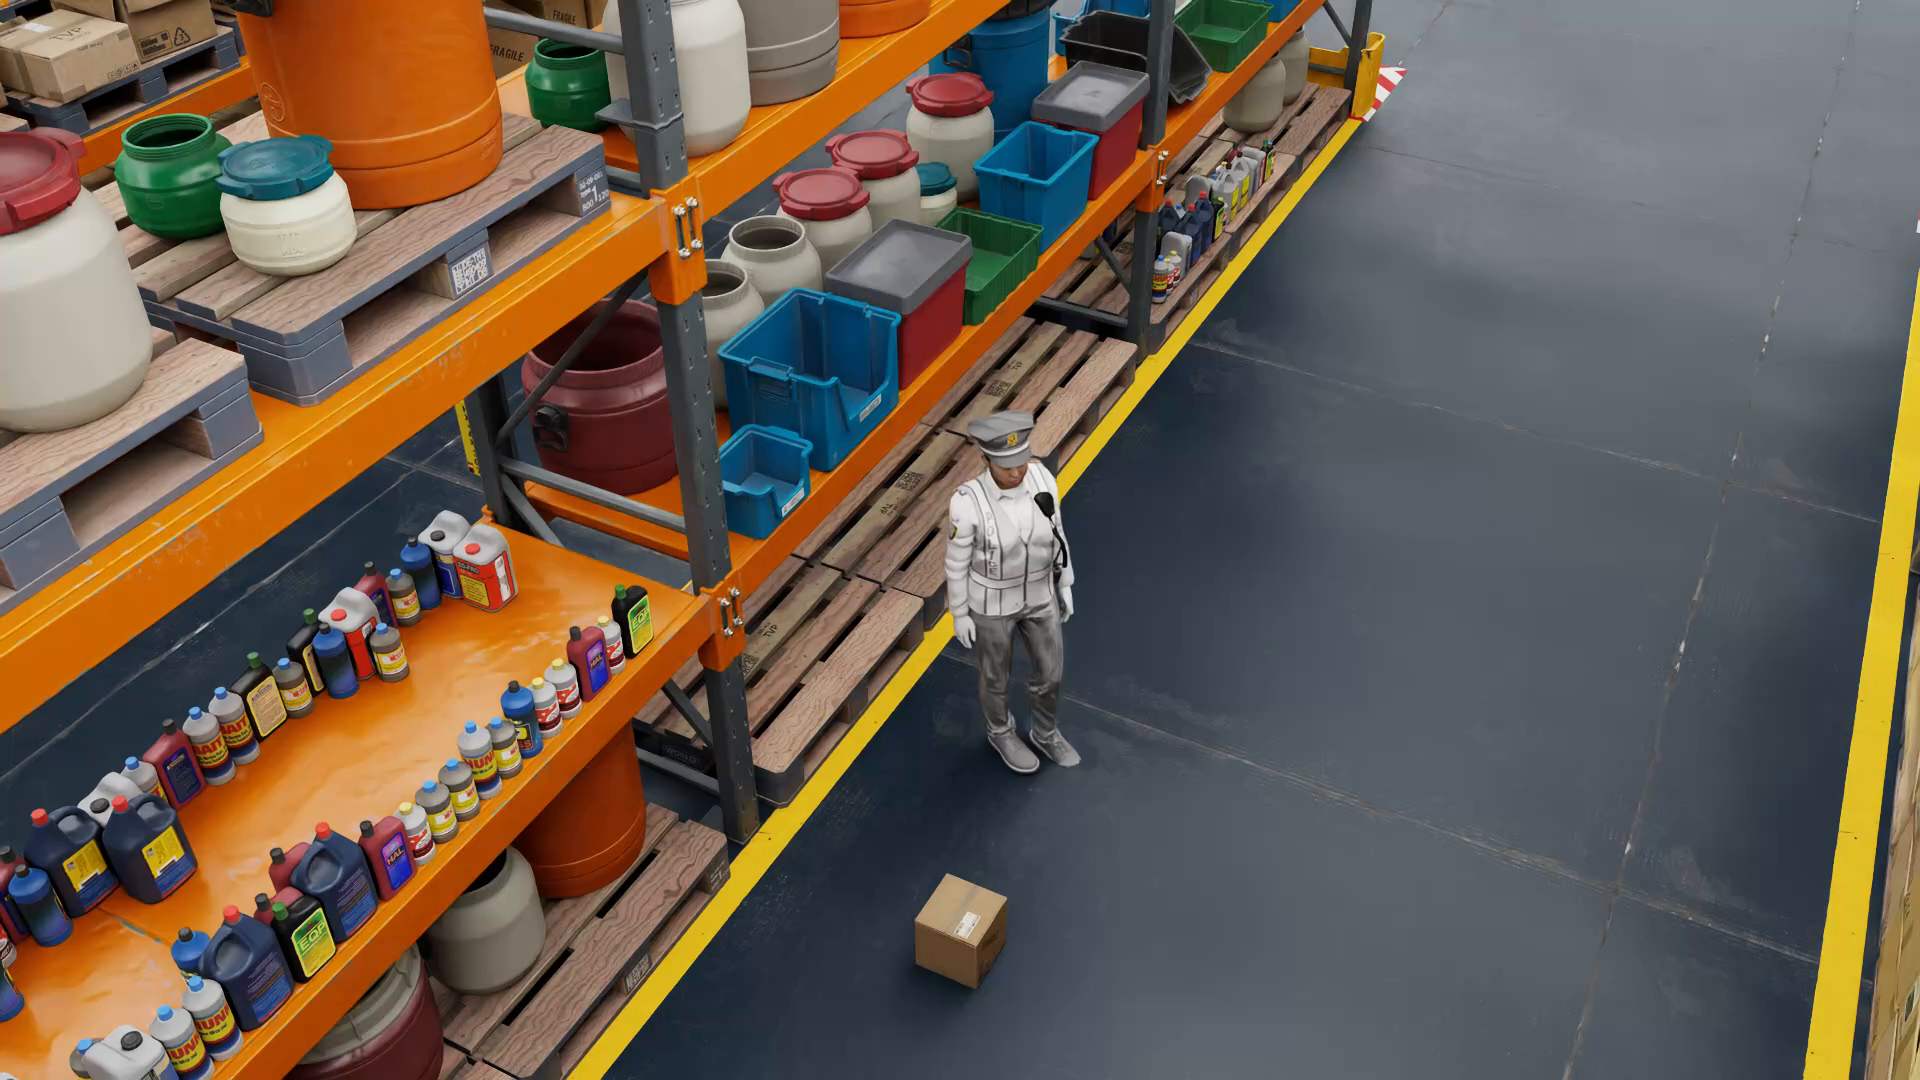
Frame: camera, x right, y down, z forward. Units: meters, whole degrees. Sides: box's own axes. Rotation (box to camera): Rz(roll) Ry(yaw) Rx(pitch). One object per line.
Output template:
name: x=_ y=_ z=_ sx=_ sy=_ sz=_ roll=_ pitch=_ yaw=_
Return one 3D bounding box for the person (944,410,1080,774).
person: x=0.219 y=0.262 z=6.444 sx=0.531 sy=1.744 sz=0.383 roll=-16 pitch=41 yaw=-20
